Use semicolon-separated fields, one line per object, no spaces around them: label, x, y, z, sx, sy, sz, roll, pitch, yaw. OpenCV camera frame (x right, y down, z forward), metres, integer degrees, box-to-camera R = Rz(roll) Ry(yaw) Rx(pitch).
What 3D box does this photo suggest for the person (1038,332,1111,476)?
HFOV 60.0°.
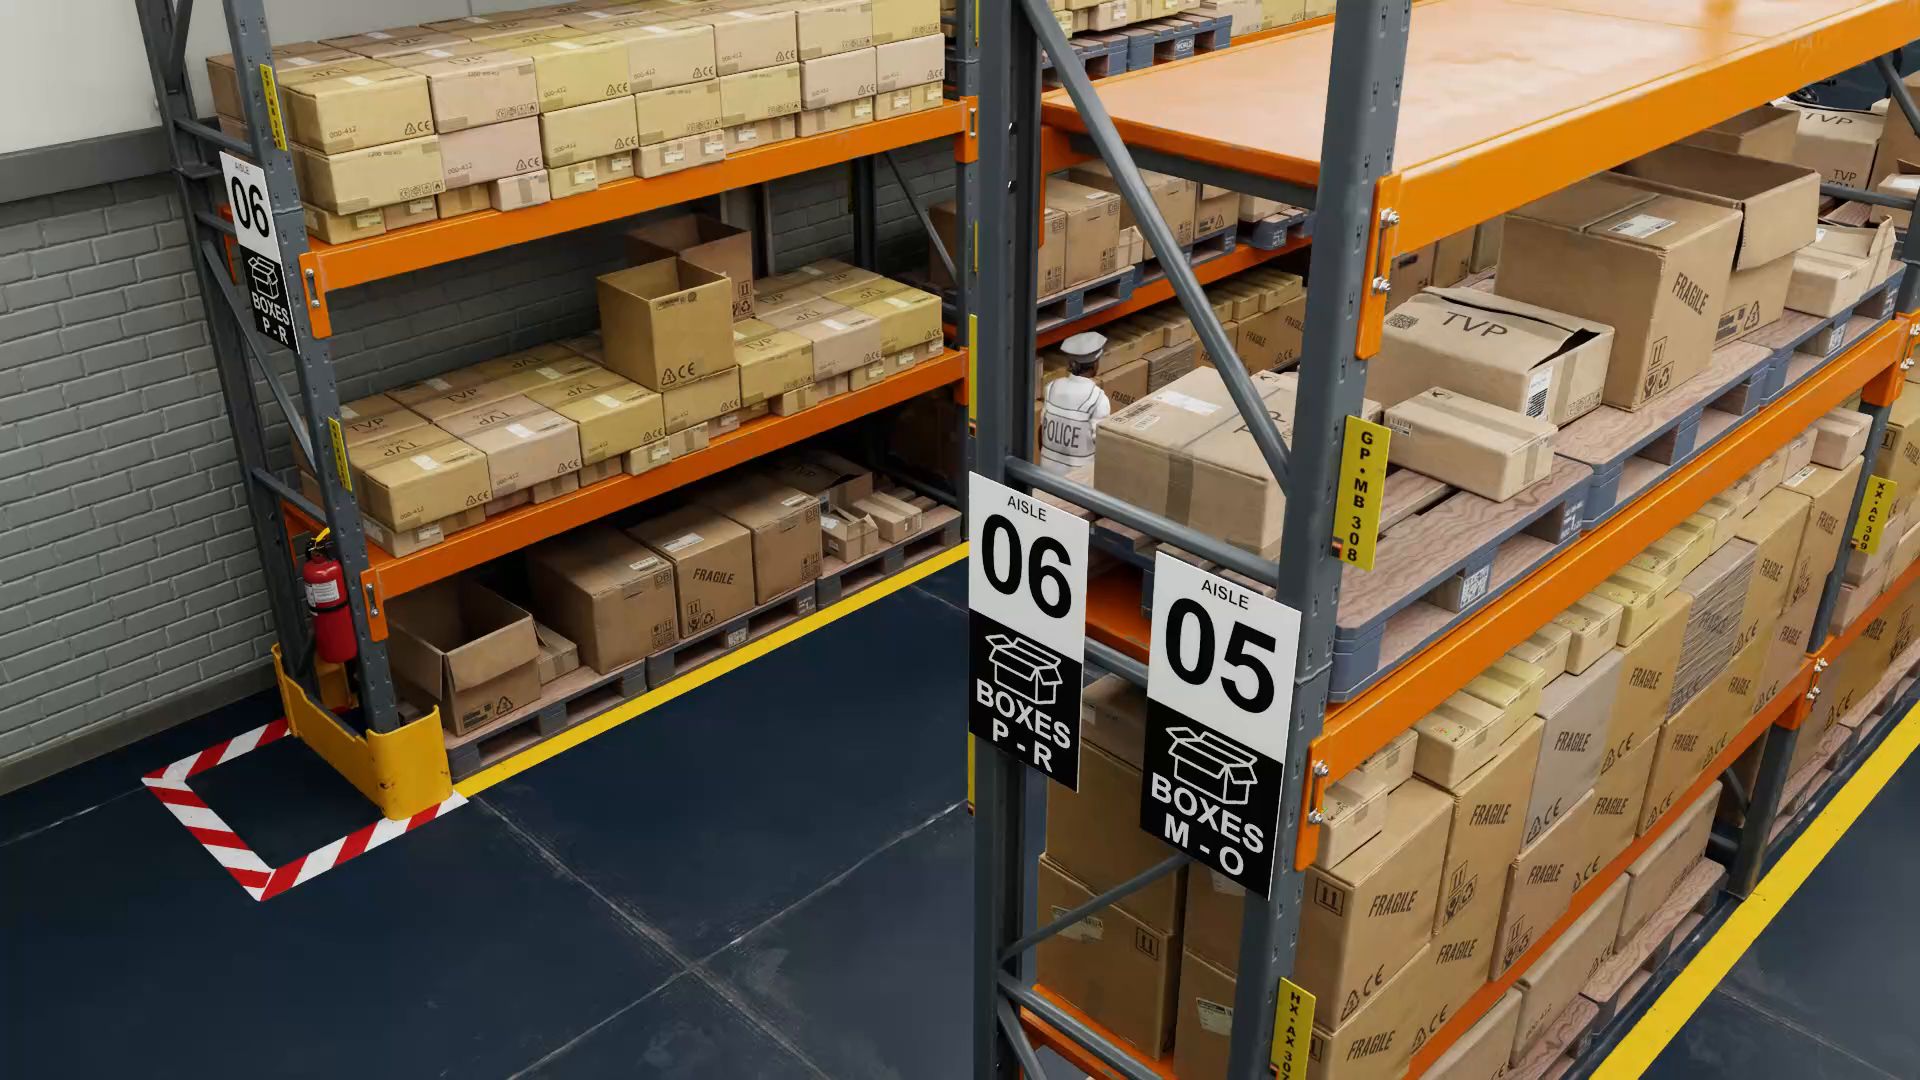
person;0.679;-0.359;9.580;0.527;1.661;0.395;22;35;35
